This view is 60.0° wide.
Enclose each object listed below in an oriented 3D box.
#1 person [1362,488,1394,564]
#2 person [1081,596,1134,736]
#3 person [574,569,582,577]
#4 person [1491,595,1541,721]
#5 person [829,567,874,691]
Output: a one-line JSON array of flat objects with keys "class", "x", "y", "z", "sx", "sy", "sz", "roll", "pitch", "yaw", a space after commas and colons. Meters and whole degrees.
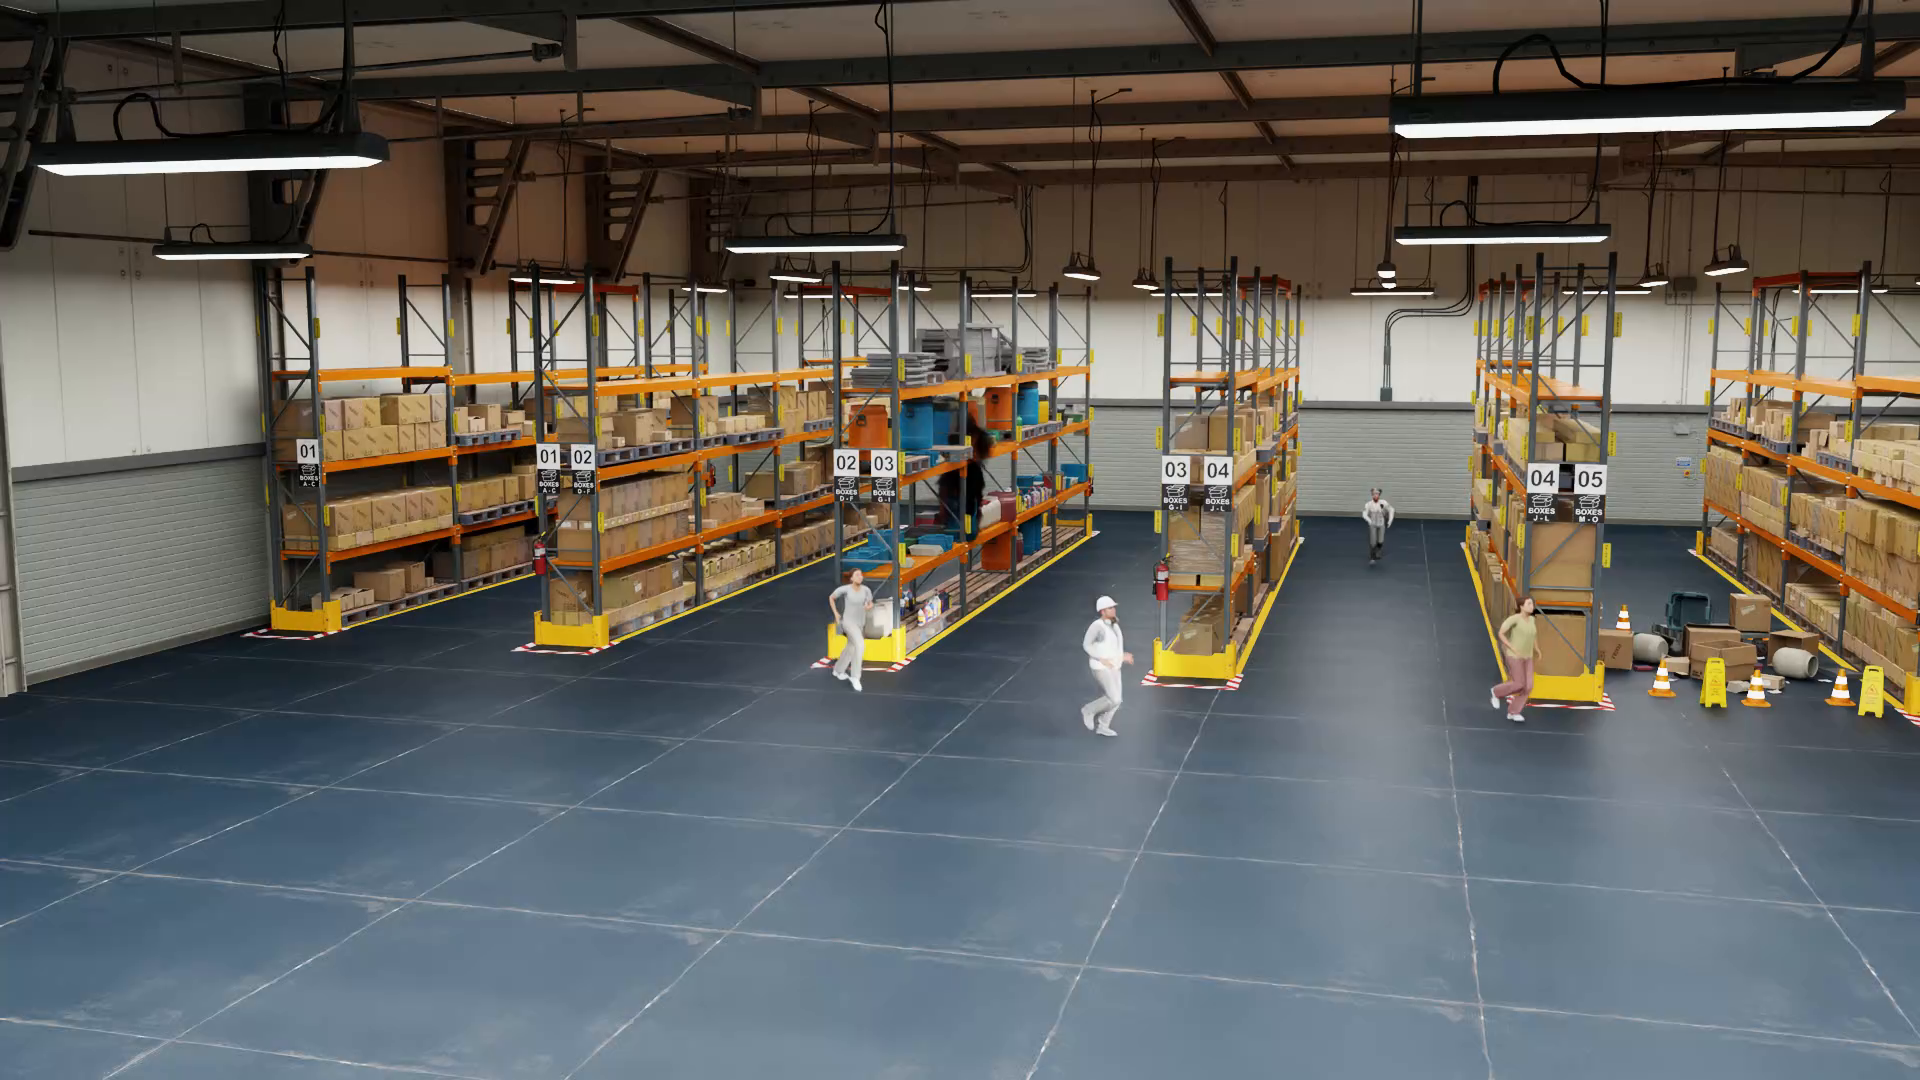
[{"class": "person", "x": 8.863, "y": -0.289, "z": 35.307, "sx": 0.639, "sy": 1.658, "sz": 0.679, "roll": 2, "pitch": 8, "yaw": 18}, {"class": "person", "x": 1.811, "y": 1.554, "z": 20.481, "sx": 0.576, "sy": 1.726, "sz": 0.643, "roll": 5, "pitch": 9, "yaw": 35}, {"class": "person", "x": -7.079, "y": 0.198, "z": 31.529, "sx": 0.587, "sy": 1.683, "sz": 0.849, "roll": 1, "pitch": 7, "yaw": 11}, {"class": "person", "x": 7.199, "y": 1.500, "z": 21.443, "sx": 0.612, "sy": 1.613, "sz": 0.579, "roll": -3, "pitch": 8, "yaw": -24}, {"class": "person", "x": -1.513, "y": 1.212, "z": 23.373, "sx": 0.552, "sy": 1.694, "sz": 0.742, "roll": -7, "pitch": 10, "yaw": -42}]
